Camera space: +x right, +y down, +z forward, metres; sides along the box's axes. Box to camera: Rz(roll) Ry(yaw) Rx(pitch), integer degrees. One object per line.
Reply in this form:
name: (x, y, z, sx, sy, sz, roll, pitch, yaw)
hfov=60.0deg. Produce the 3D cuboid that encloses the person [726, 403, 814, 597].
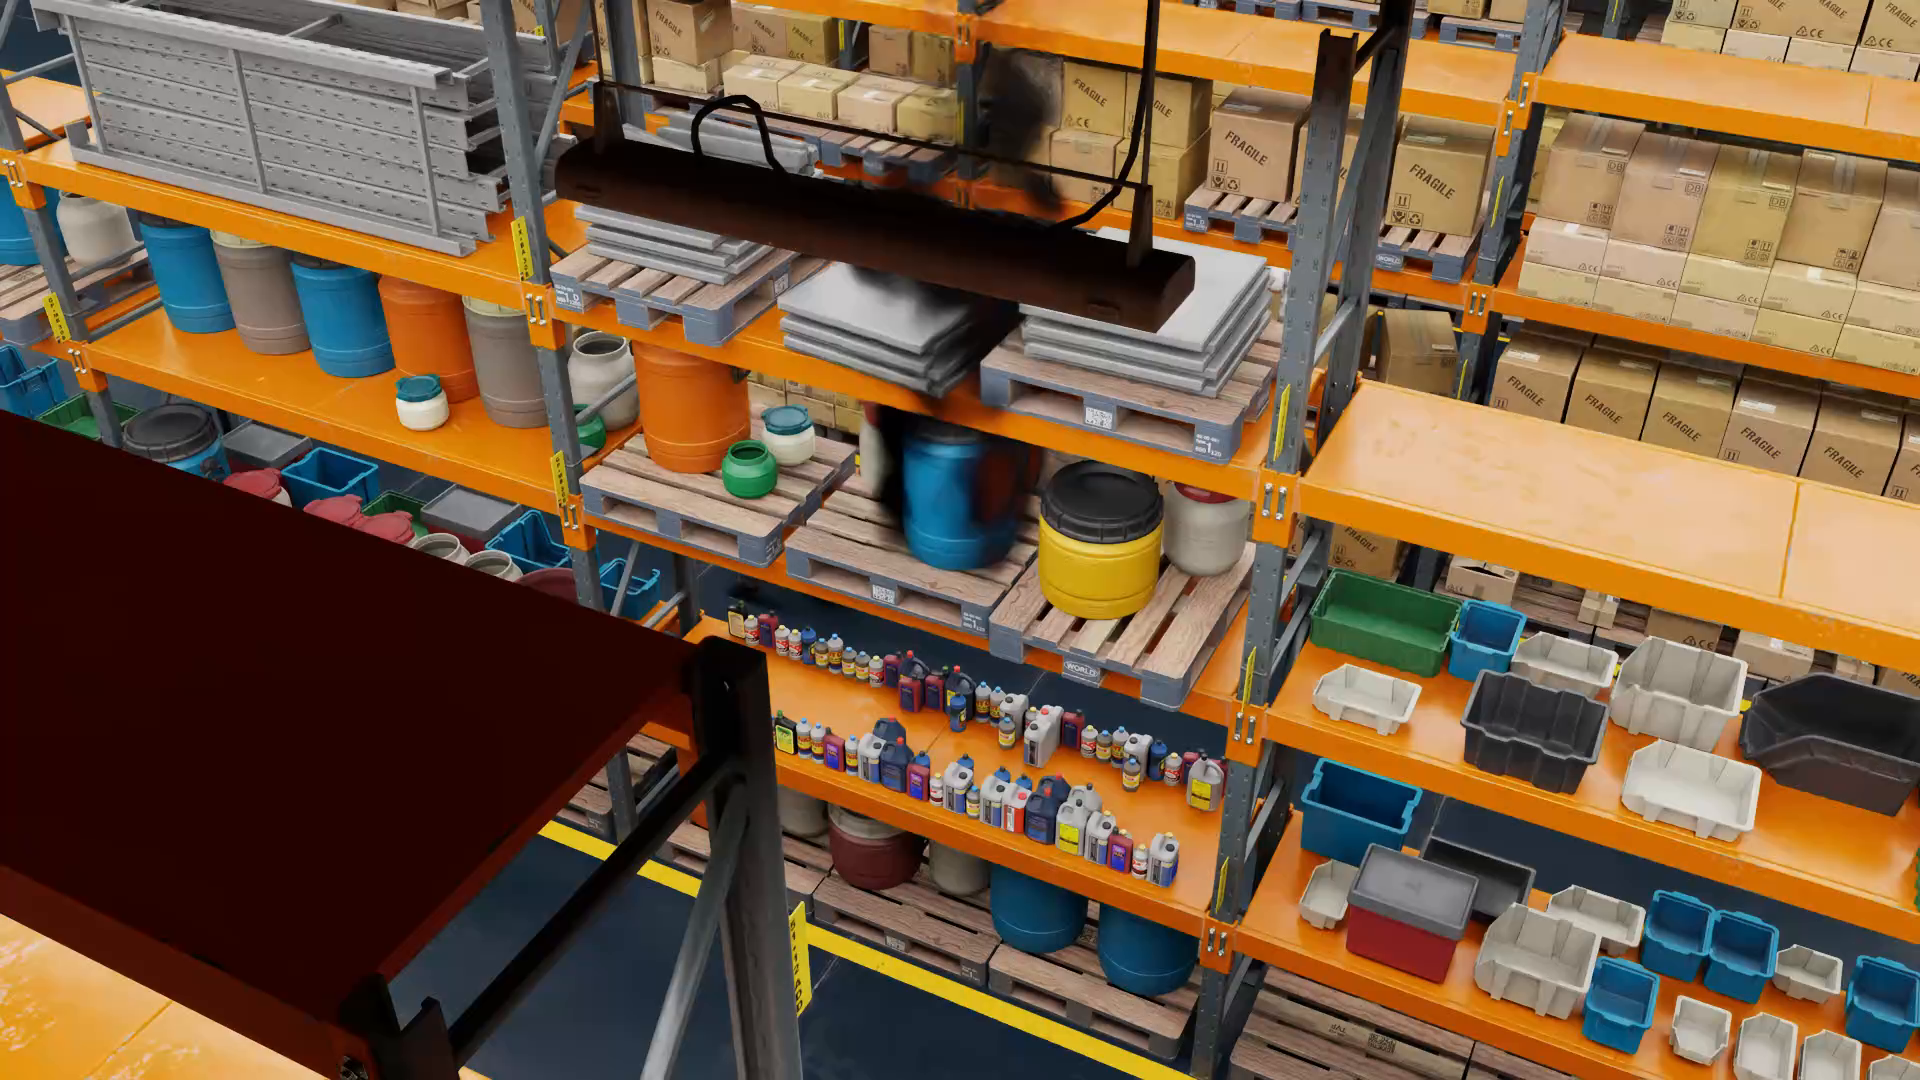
person: (-1.410, -0.263, 12.737, 0.889, 1.754, 0.610, 14, 37, 19)

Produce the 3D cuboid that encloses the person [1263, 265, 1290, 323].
person: (2.934, -2.076, 15.394, 0.852, 1.696, 0.589, 12, 37, 16)
